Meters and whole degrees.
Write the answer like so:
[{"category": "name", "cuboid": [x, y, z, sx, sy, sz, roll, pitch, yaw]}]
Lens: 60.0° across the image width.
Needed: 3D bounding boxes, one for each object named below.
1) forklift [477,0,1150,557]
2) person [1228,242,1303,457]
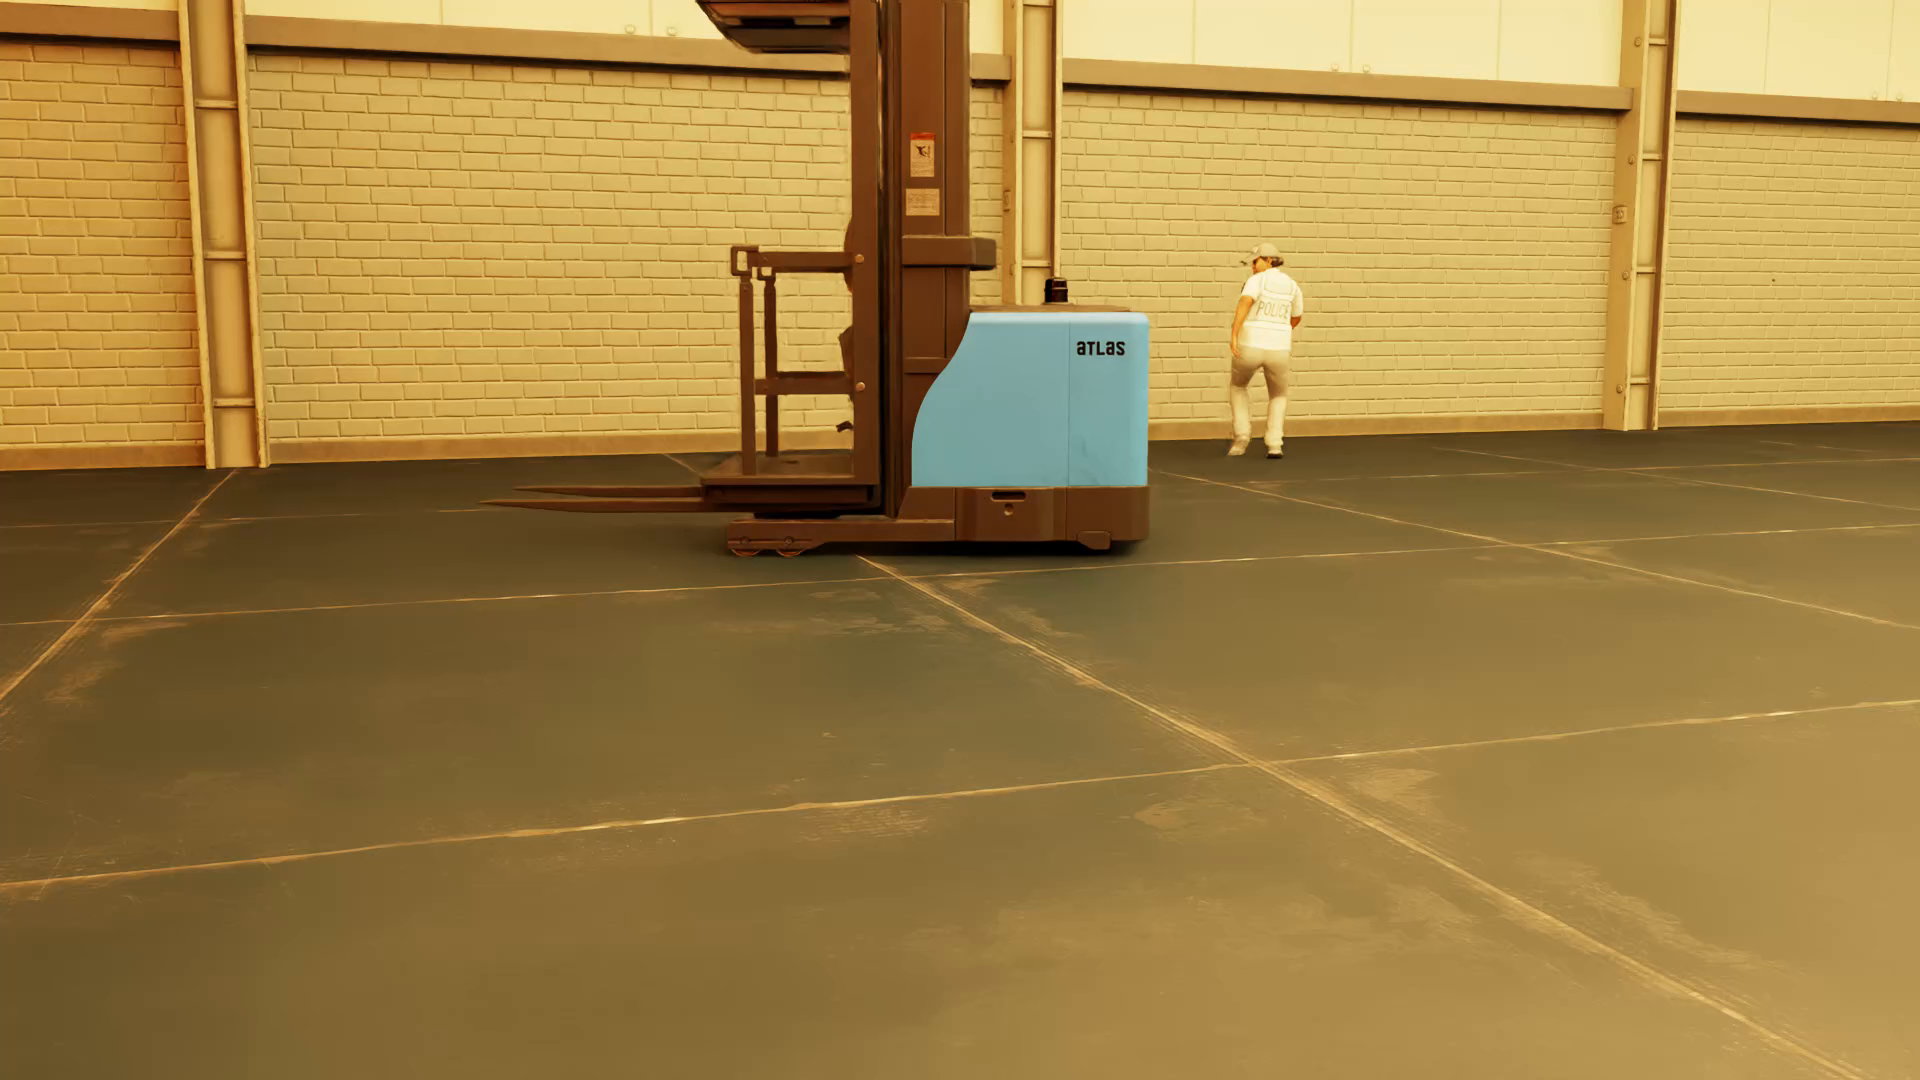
[{"category": "forklift", "cuboid": [-0.671, -1.447, 7.688, 3.031, 2.935, 1.130, 0, 8, 0]}, {"category": "person", "cuboid": [2.268, -1.392, 12.426, 0.615, 1.645, 0.709, 0, 8, -2]}]
